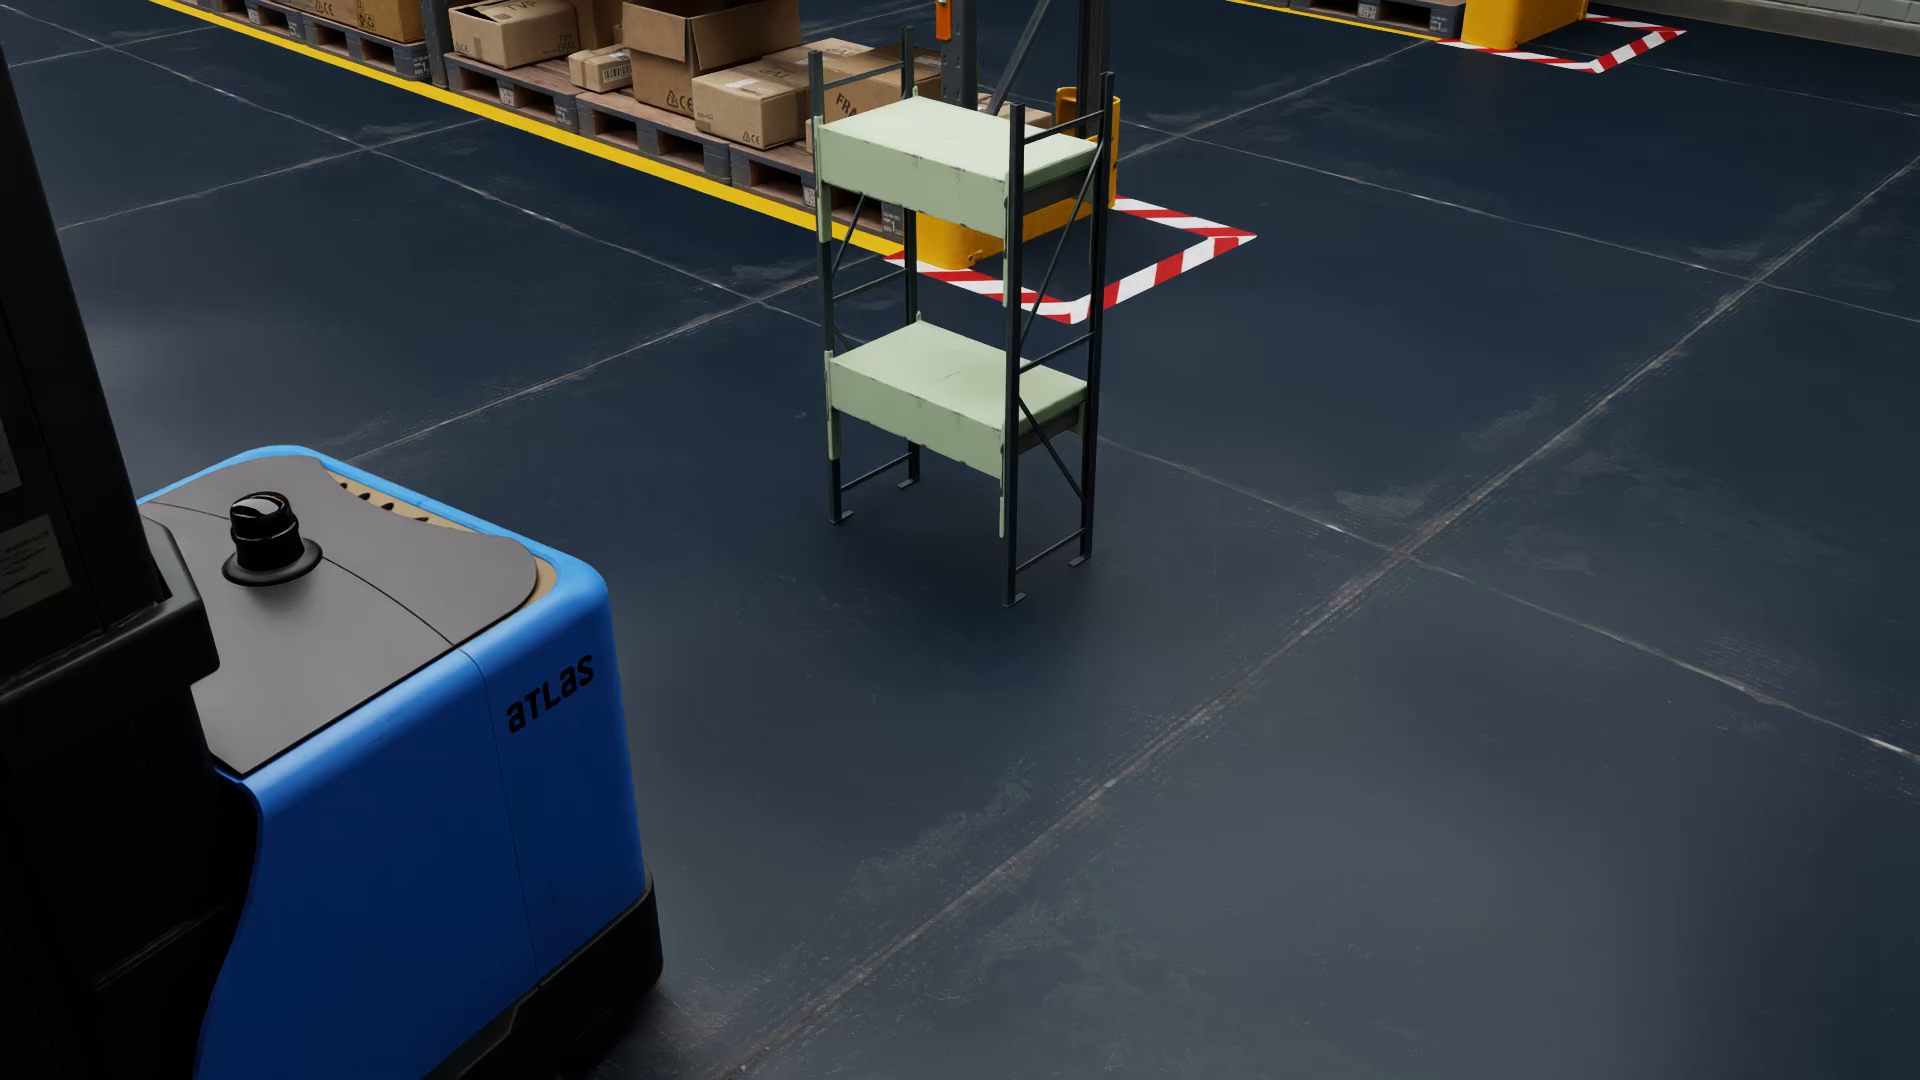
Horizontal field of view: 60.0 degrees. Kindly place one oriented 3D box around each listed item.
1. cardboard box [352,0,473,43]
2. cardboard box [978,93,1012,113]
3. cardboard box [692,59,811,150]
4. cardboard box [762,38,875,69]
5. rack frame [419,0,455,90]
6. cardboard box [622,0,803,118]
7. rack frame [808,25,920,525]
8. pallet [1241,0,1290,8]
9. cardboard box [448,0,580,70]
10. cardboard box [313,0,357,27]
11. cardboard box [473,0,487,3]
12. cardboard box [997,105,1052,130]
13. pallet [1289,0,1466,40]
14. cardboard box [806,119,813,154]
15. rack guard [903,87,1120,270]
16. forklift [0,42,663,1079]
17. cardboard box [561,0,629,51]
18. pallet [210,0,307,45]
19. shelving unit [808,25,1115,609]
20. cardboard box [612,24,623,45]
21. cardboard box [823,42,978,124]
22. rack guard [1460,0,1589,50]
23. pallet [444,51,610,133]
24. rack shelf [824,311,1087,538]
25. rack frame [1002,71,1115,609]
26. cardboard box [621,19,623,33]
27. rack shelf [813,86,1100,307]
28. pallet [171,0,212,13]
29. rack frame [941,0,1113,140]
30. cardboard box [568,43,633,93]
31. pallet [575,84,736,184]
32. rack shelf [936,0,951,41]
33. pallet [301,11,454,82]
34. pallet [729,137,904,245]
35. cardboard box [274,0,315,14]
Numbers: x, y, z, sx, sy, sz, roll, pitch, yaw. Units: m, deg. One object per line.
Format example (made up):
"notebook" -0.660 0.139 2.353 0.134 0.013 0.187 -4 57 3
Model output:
"cardboard box" -3.223 -3.256 9.747 0.500 0.500 0.500 25 39 35
"cardboard box" 0.036 -2.030 8.034 0.250 0.166 0.380 25 39 35
"cardboard box" -0.952 -2.137 8.131 0.500 0.250 0.500 25 39 35
"cardboard box" -0.653 -2.346 8.478 0.500 0.250 0.500 25 39 35
"rack frame" -2.665 -4.077 9.114 0.127 3.000 1.000 25 39 35
"cardboard box" -1.269 -2.548 8.567 0.637 0.503 0.797 25 39 35
"rack frame" -0.276 -0.772 5.077 0.023 1.500 0.400 25 39 35
"pallet" 2.076 -4.062 11.794 1.213 0.211 1.003 25 39 35
"cardboard box" -2.499 -2.885 9.315 0.500 0.311 0.500 25 39 35
"cardboard box" -3.584 -3.430 10.036 0.500 0.500 0.500 25 39 35
"cardboard box" -2.860 -3.455 10.078 0.500 0.500 0.500 23 38 33
"cardboard box" 0.221 -1.936 7.895 0.250 0.149 0.380 25 39 35
"pallet" 2.977 -3.640 11.092 1.213 0.211 1.003 25 39 35
"cardboard box" -0.508 -1.936 7.878 0.250 0.166 0.380 25 39 35
"rack guard" 0.244 -1.648 7.503 0.348 0.500 1.175 25 39 35
"forklift" -1.882 0.208 2.062 1.130 2.935 3.031 19 36 29
"cardboard box" -2.052 -3.106 9.498 0.500 0.500 0.500 25 39 35
"pallet" -4.202 -3.571 10.978 1.213 0.211 1.003 25 39 35
"shelving unit" -0.005 -0.645 4.867 0.755 1.500 0.431 25 39 35
"cardboard box" -1.734 -2.848 9.411 0.250 0.149 0.380 25 39 35
"cardboard box" -0.268 -1.904 7.502 0.500 0.500 0.500 25 39 35
"rack guard" 3.640 -3.509 10.594 0.348 0.500 1.175 25 39 35
"pallet" -2.156 -2.644 9.438 1.213 0.211 1.003 25 39 35
"rack shelf" -0.005 -0.366 5.035 0.720 0.370 0.431 25 39 35
"rack frame" 0.266 -0.518 4.657 0.023 1.500 0.400 25 39 35
"cardboard box" -1.496 -2.765 9.115 0.500 0.311 0.500 25 39 35
"rack shelf" -0.005 -0.979 4.666 0.720 0.370 0.431 25 39 35
"pallet" -5.103 -3.994 11.679 1.213 0.211 1.003 25 39 35
"rack frame" 0.301 -2.692 6.814 0.127 3.000 1.000 25 39 35
"cardboard box" -1.851 -2.528 8.861 0.250 0.166 0.380 25 39 35
"pallet" -1.248 -2.222 8.736 1.213 0.211 1.003 25 39 35
"rack shelf" -1.182 -3.076 8.150 4.000 0.370 1.077 25 39 35
"pallet" -3.293 -3.149 10.277 1.213 0.211 1.003 25 39 35
"pallet" -0.347 -1.800 8.035 1.213 0.211 1.003 25 39 35
"cardboard box" -3.956 -3.604 10.325 0.500 0.500 0.500 26 39 36
